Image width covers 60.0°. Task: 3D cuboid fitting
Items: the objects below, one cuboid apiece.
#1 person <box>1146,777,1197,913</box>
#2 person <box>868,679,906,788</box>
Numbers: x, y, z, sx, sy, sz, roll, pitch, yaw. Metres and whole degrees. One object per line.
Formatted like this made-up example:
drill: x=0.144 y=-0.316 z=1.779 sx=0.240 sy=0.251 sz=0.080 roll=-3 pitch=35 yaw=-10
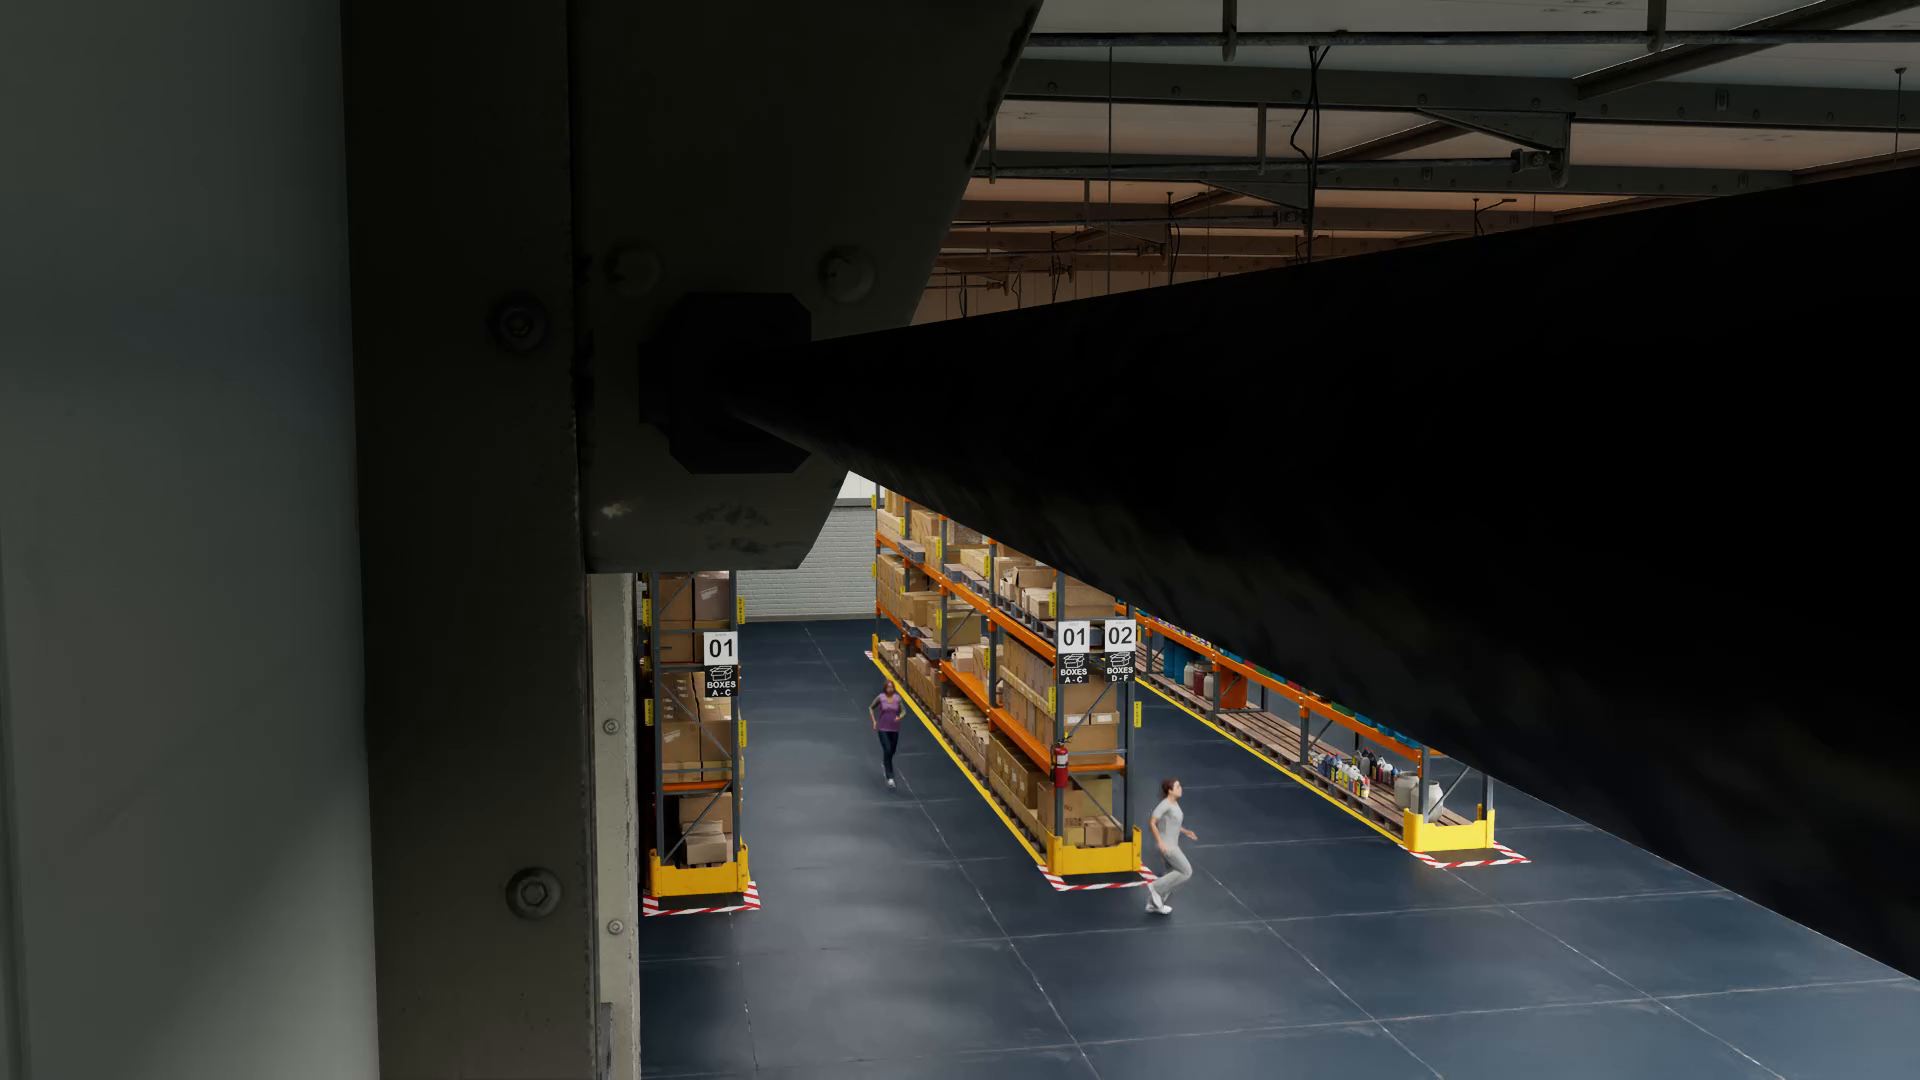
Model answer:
person: x=2.460 y=3.551 z=19.347 sx=0.584 sy=1.597 sz=0.515 roll=2 pitch=6 yaw=18
person: x=-1.095 y=2.914 z=25.413 sx=0.547 sy=1.597 sz=0.817 roll=-2 pitch=6 yaw=-19
